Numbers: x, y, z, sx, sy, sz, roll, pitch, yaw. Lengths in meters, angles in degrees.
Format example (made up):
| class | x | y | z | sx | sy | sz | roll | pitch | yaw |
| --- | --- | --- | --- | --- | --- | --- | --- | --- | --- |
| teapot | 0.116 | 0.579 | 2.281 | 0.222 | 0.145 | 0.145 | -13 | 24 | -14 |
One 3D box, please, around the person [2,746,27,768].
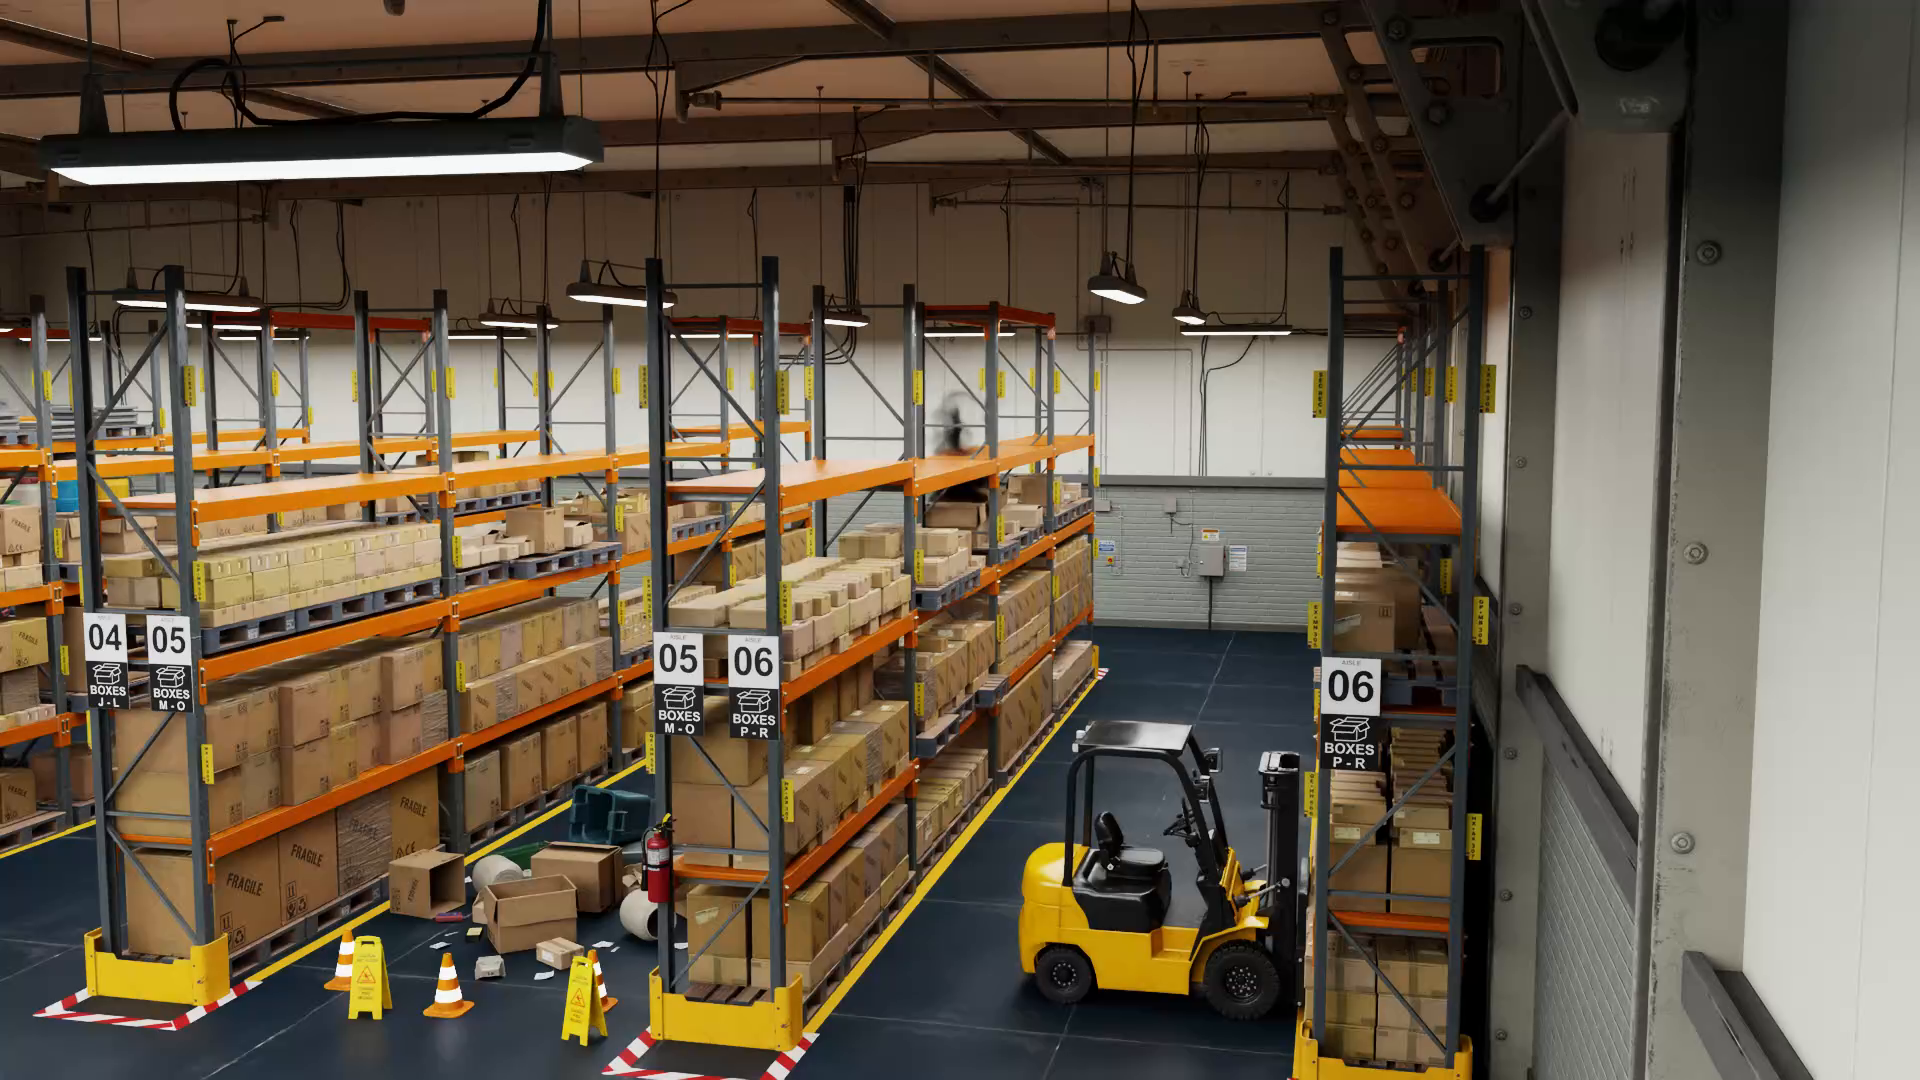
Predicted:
| class | x | y | z | sx | sy | sz | roll | pitch | yaw |
| --- | --- | --- | --- | --- | --- | --- | --- | --- | --- |
| person | -11.834 | 2.310 | 20.388 | 0.579 | 1.597 | 0.678 | 1 | 6 | 12 |
